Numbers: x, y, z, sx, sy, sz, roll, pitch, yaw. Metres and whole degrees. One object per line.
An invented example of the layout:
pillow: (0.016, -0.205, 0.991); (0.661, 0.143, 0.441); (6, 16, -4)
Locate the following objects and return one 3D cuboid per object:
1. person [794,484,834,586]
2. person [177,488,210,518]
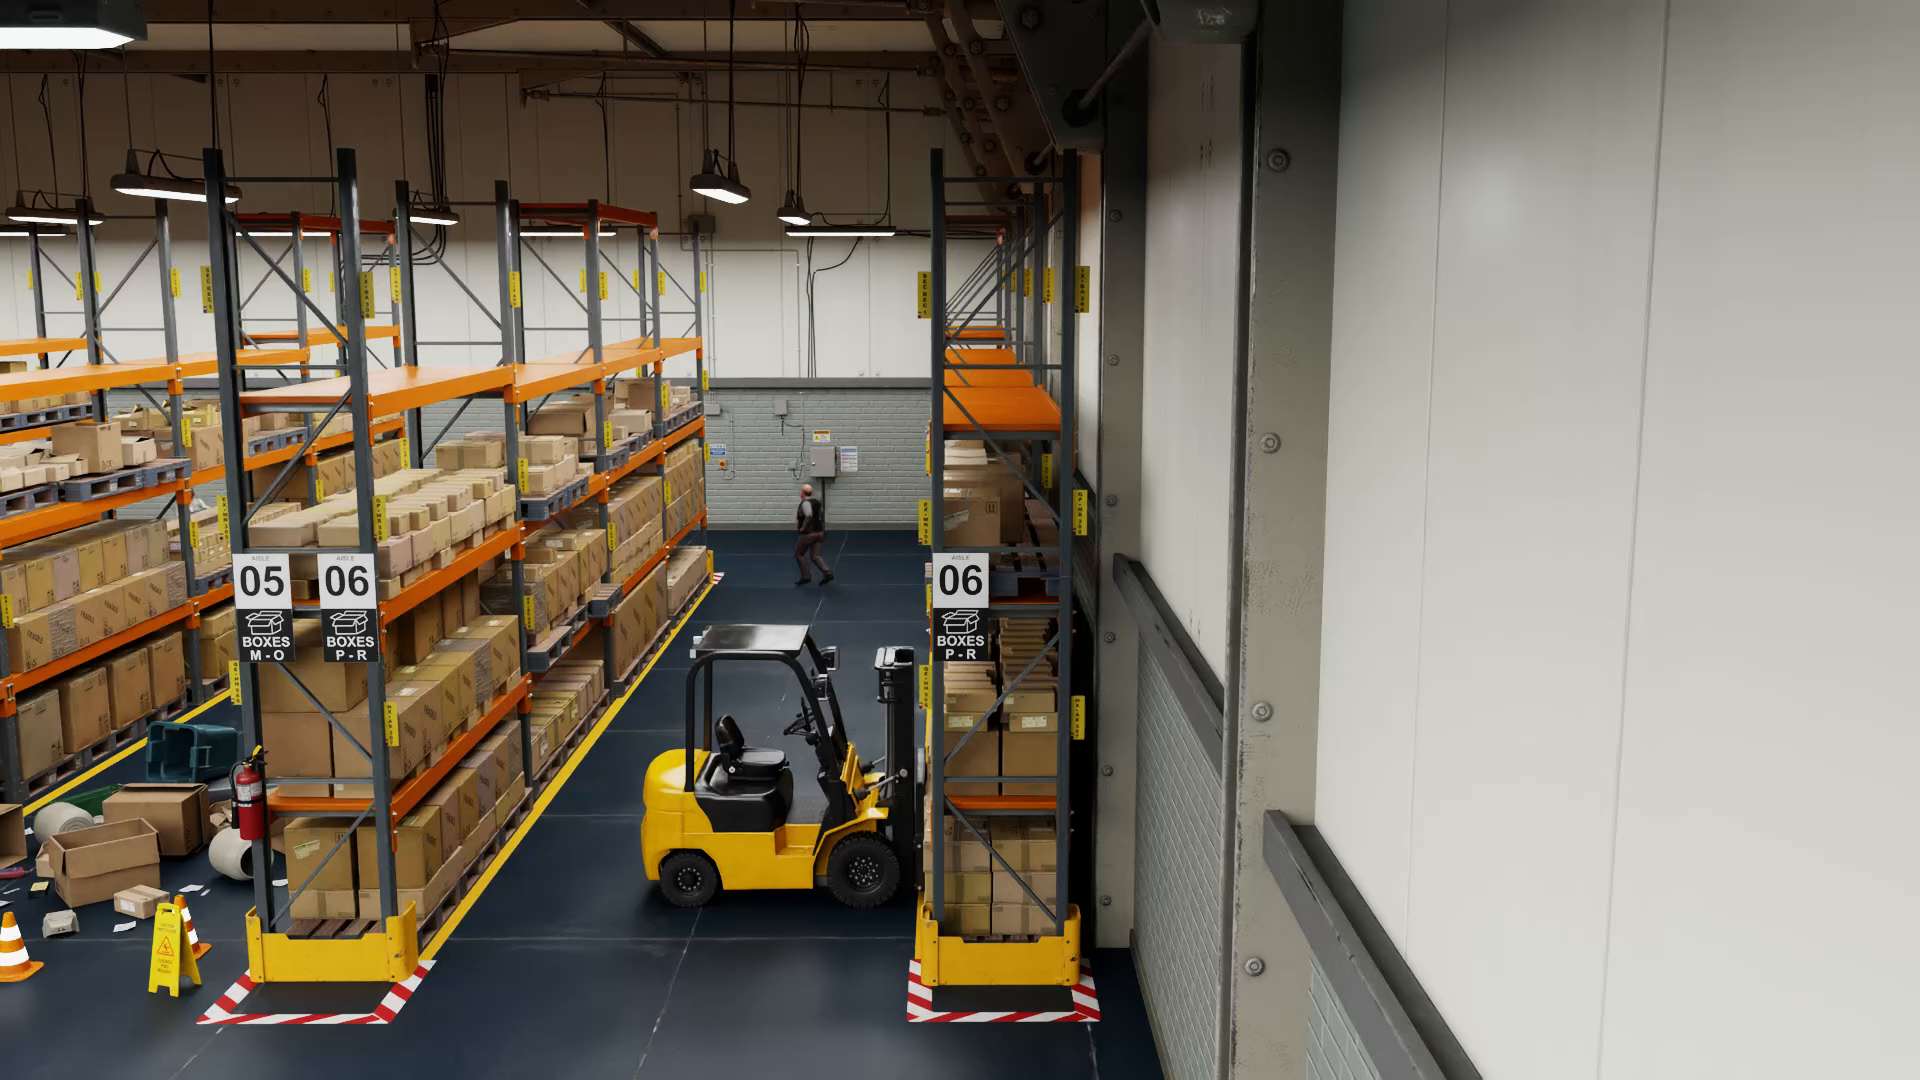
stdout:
person: (-2.403, -0.066, 27.525); (0.857, 1.697, 0.639); (6, 11, 34)
person: (-13.164, -0.171, 28.659); (0.581, 1.503, 0.872); (-4, 10, -25)
